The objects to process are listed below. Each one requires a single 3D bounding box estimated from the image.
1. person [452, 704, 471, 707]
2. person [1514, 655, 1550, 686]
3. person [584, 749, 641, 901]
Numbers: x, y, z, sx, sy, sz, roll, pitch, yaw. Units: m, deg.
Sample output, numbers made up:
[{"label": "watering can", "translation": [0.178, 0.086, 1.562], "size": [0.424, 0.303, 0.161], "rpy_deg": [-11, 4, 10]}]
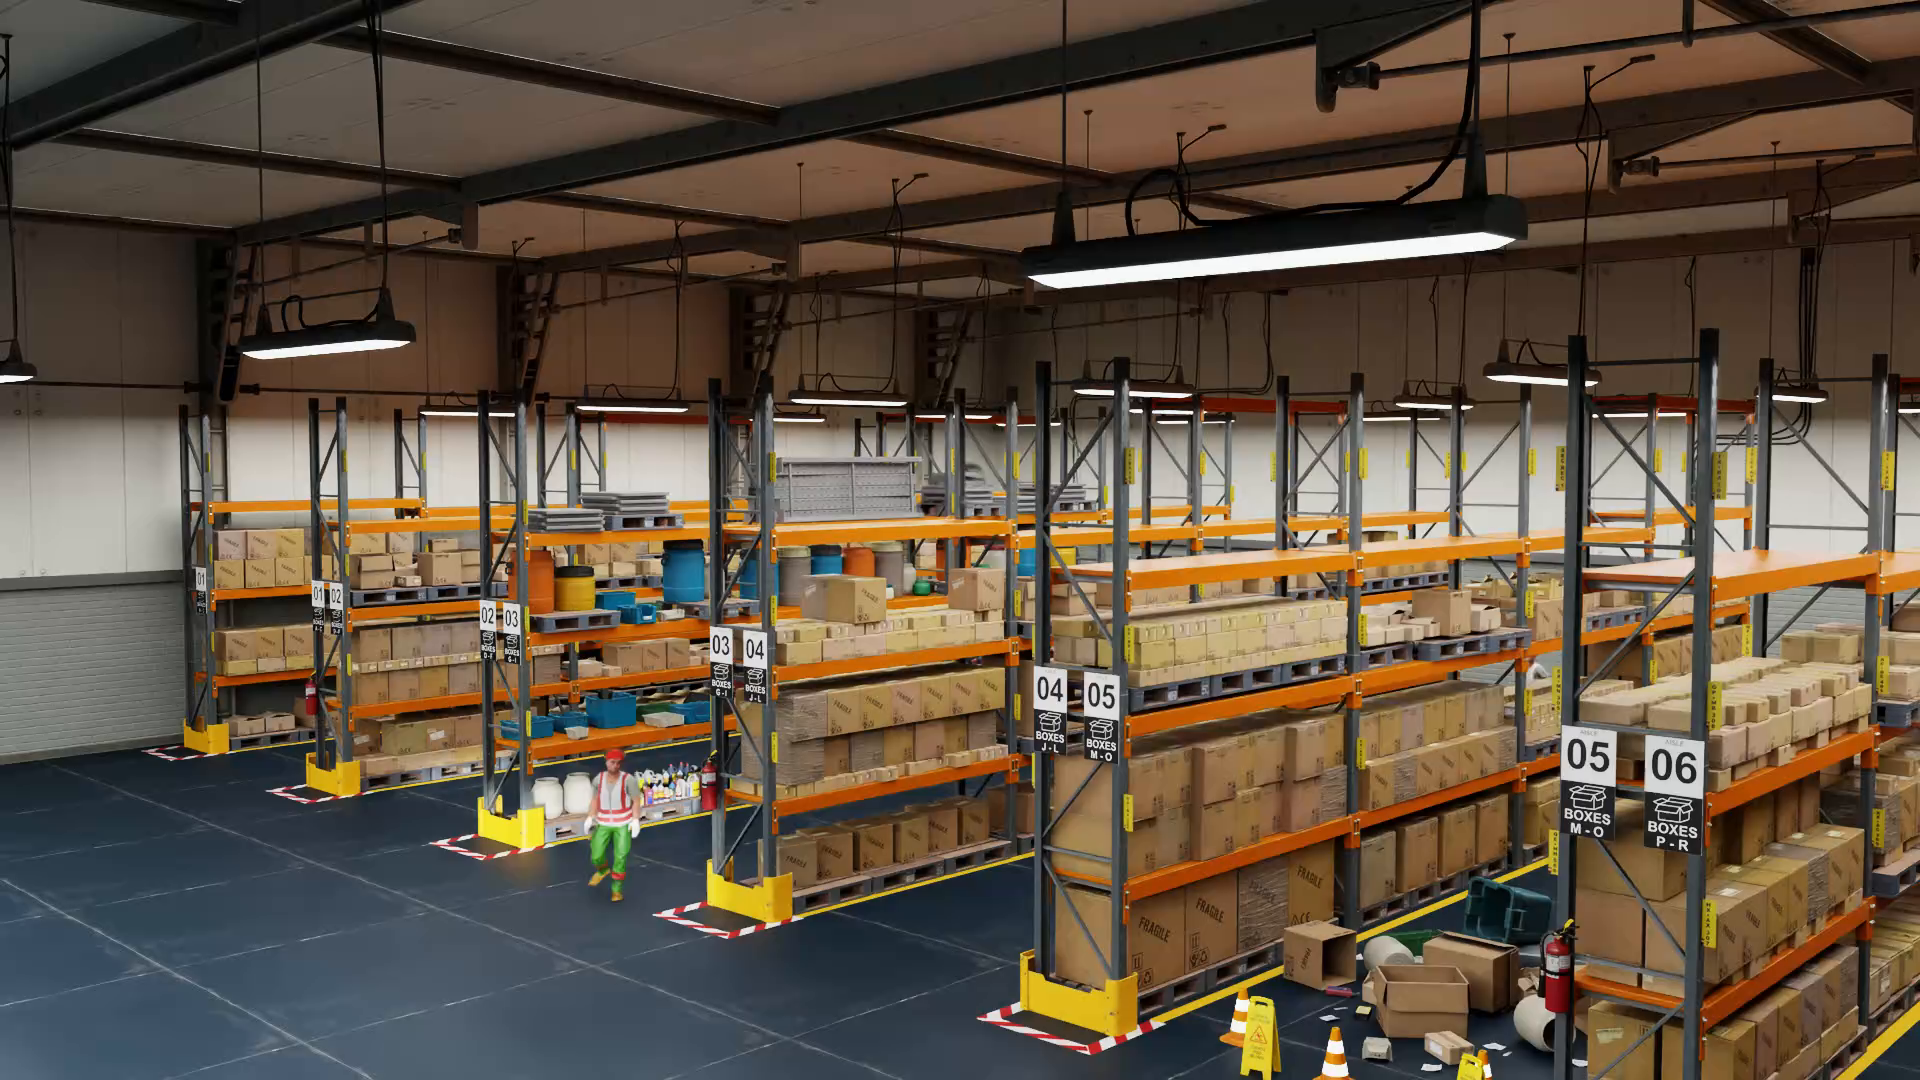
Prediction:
[{"label": "person", "translation": [-8.731, 2.778, 29.112], "size": [0.716, 1.683, 0.804], "rpy_deg": [-1, 3, -18]}, {"label": "person", "translation": [9.823, 2.721, 28.732], "size": [0.921, 1.767, 0.706], "rpy_deg": [-1, 3, -25]}, {"label": "person", "translation": [-4.007, 3.271, 19.238], "size": [0.712, 1.760, 0.685], "rpy_deg": [0, 3, 1]}]
